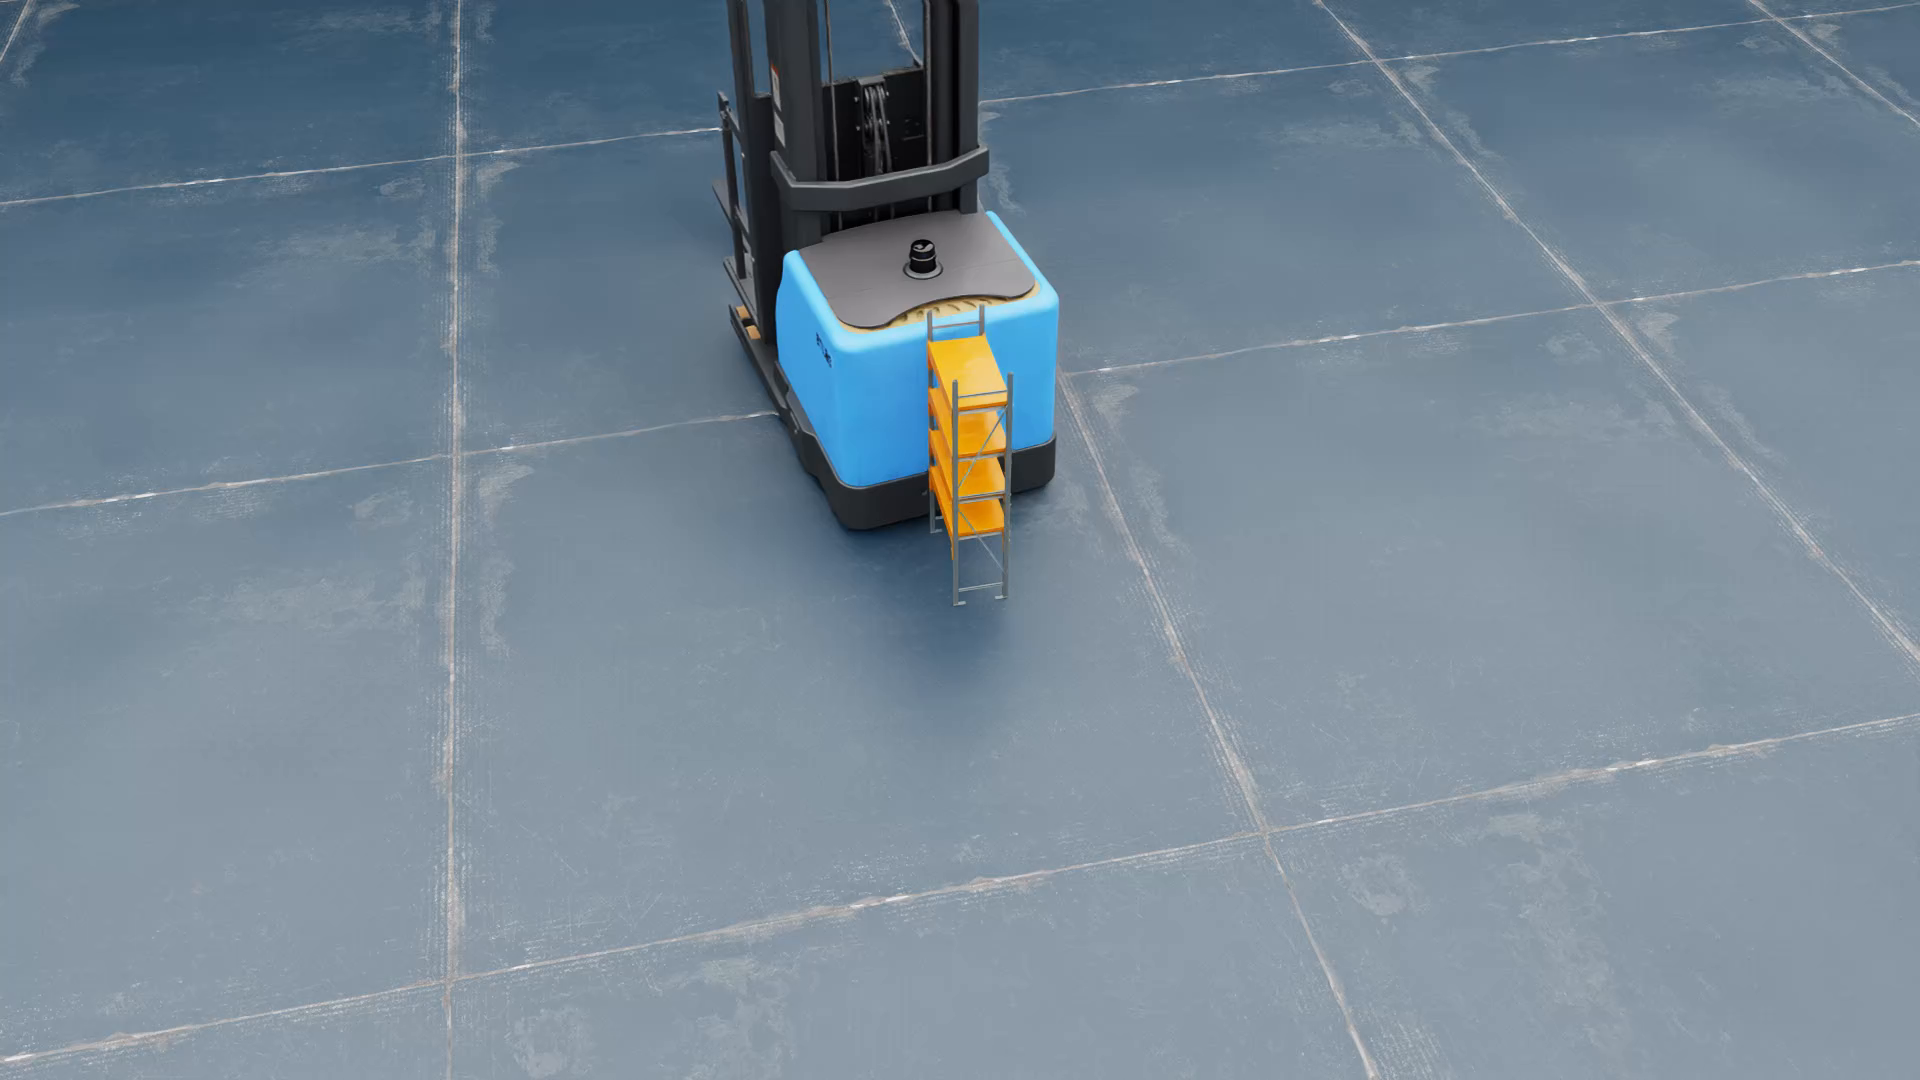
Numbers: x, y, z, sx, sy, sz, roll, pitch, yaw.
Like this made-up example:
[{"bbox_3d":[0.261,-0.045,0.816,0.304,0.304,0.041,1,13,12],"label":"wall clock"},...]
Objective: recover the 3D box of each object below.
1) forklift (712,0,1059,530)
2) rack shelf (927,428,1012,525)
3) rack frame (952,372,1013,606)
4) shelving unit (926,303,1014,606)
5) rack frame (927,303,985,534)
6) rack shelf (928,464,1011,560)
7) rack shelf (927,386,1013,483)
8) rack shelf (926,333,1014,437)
[{"bbox_3d":[-0.560,-2.130,7.724,1.130,2.935,3.031,-14,44,-16],"label":"forklift"},{"bbox_3d":[0.036,-0.291,7.057,0.258,0.148,0.480,-8,42,-9],"label":"rack shelf"},{"bbox_3d":[0.088,-0.183,6.834,0.240,1.200,0.015,-8,42,-9],"label":"rack frame"},{"bbox_3d":[0.036,-0.341,7.013,0.258,1.200,0.503,-8,42,-9],"label":"shelving unit"},{"bbox_3d":[-0.017,-0.500,7.191,0.240,1.200,0.015,-8,42,-9],"label":"rack frame"},{"bbox_3d":[0.036,-0.143,7.189,0.258,0.148,0.480,-8,42,-9],"label":"rack shelf"},{"bbox_3d":[0.036,-0.458,6.909,0.258,0.148,0.480,-8,42,-9],"label":"rack shelf"},{"bbox_3d":[0.036,-0.635,6.752,0.258,0.148,0.480,-8,42,-9],"label":"rack shelf"}]
